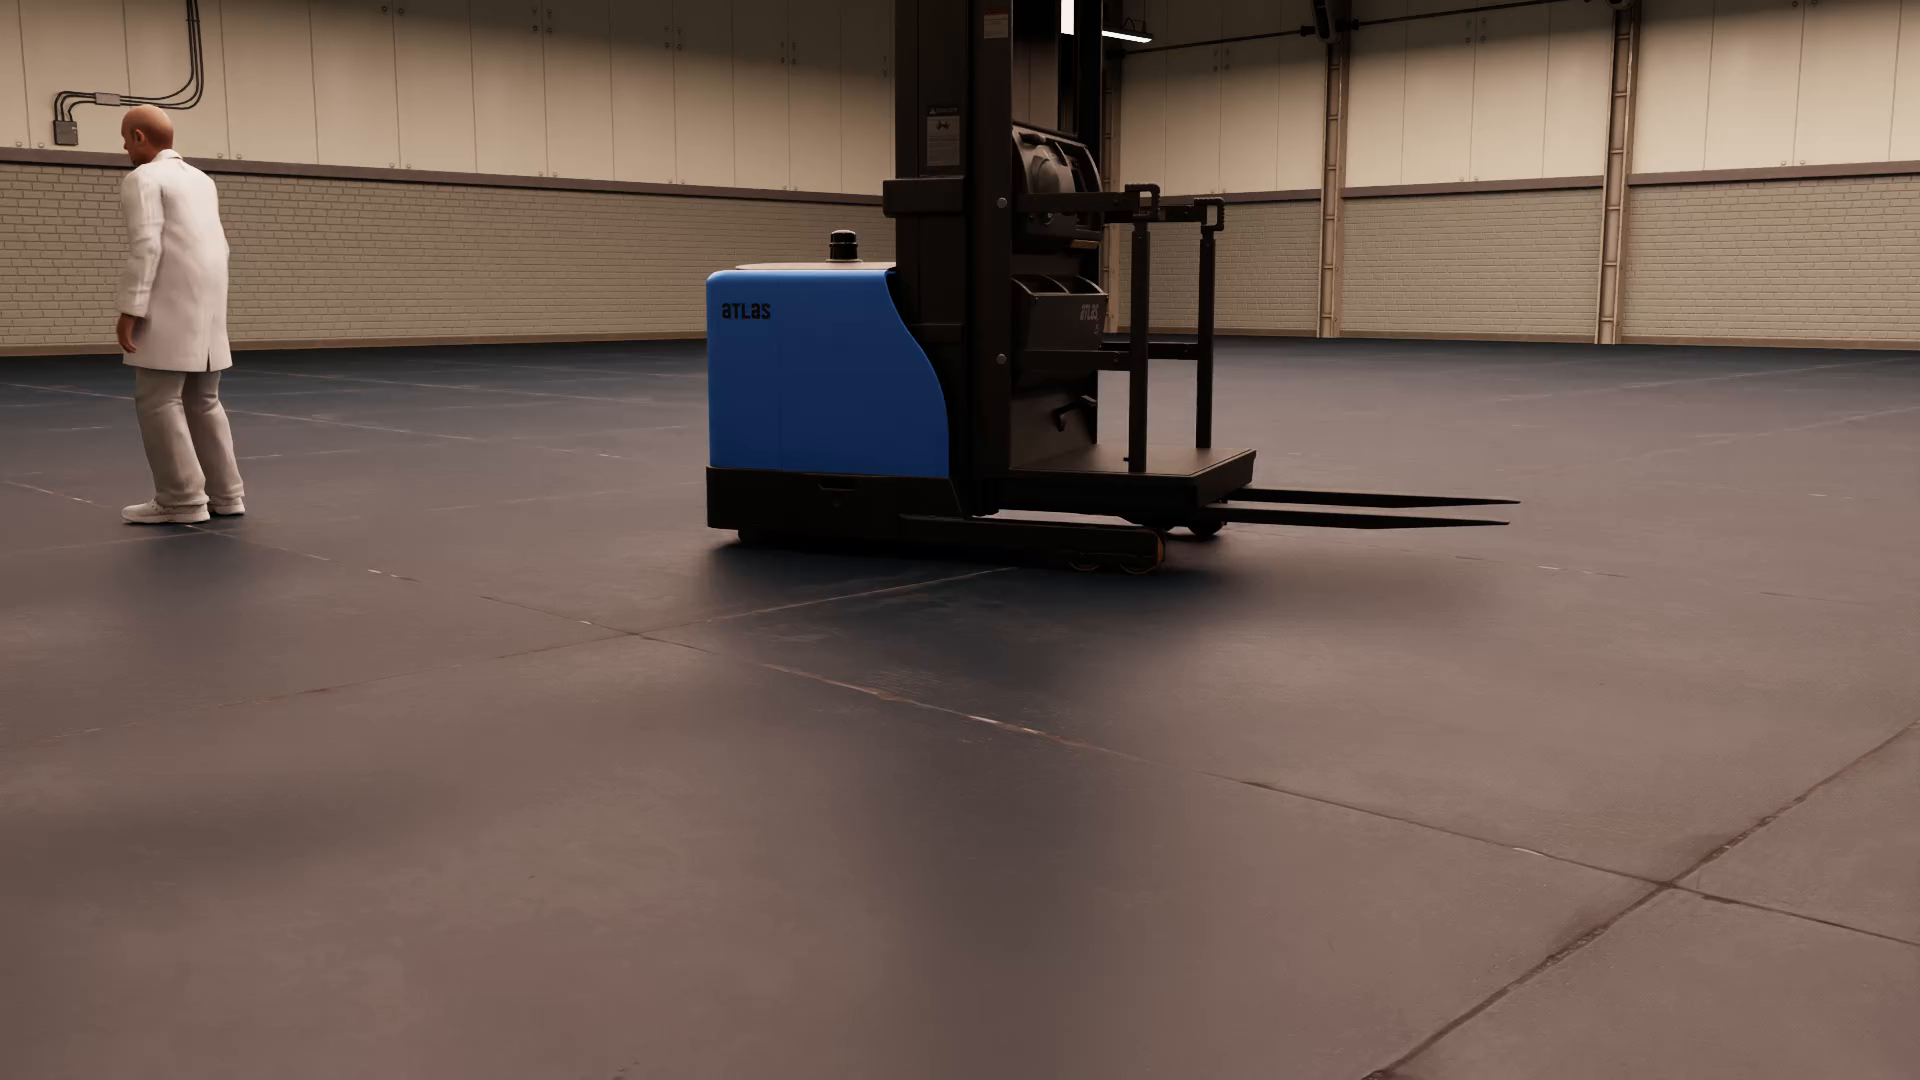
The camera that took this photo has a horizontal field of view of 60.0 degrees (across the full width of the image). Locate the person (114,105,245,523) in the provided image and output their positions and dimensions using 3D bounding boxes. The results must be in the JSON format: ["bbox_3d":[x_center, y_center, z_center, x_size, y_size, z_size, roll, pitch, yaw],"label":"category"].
[{"bbox_3d":[-3.403,-0.969,7.193,0.425,1.775,0.656,1,9,10],"label":"person"}]

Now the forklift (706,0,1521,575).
[{"bbox_3d":[0.565,-1.416,6.275,3.031,2.935,1.130,3,9,22],"label":"forklift"}]
